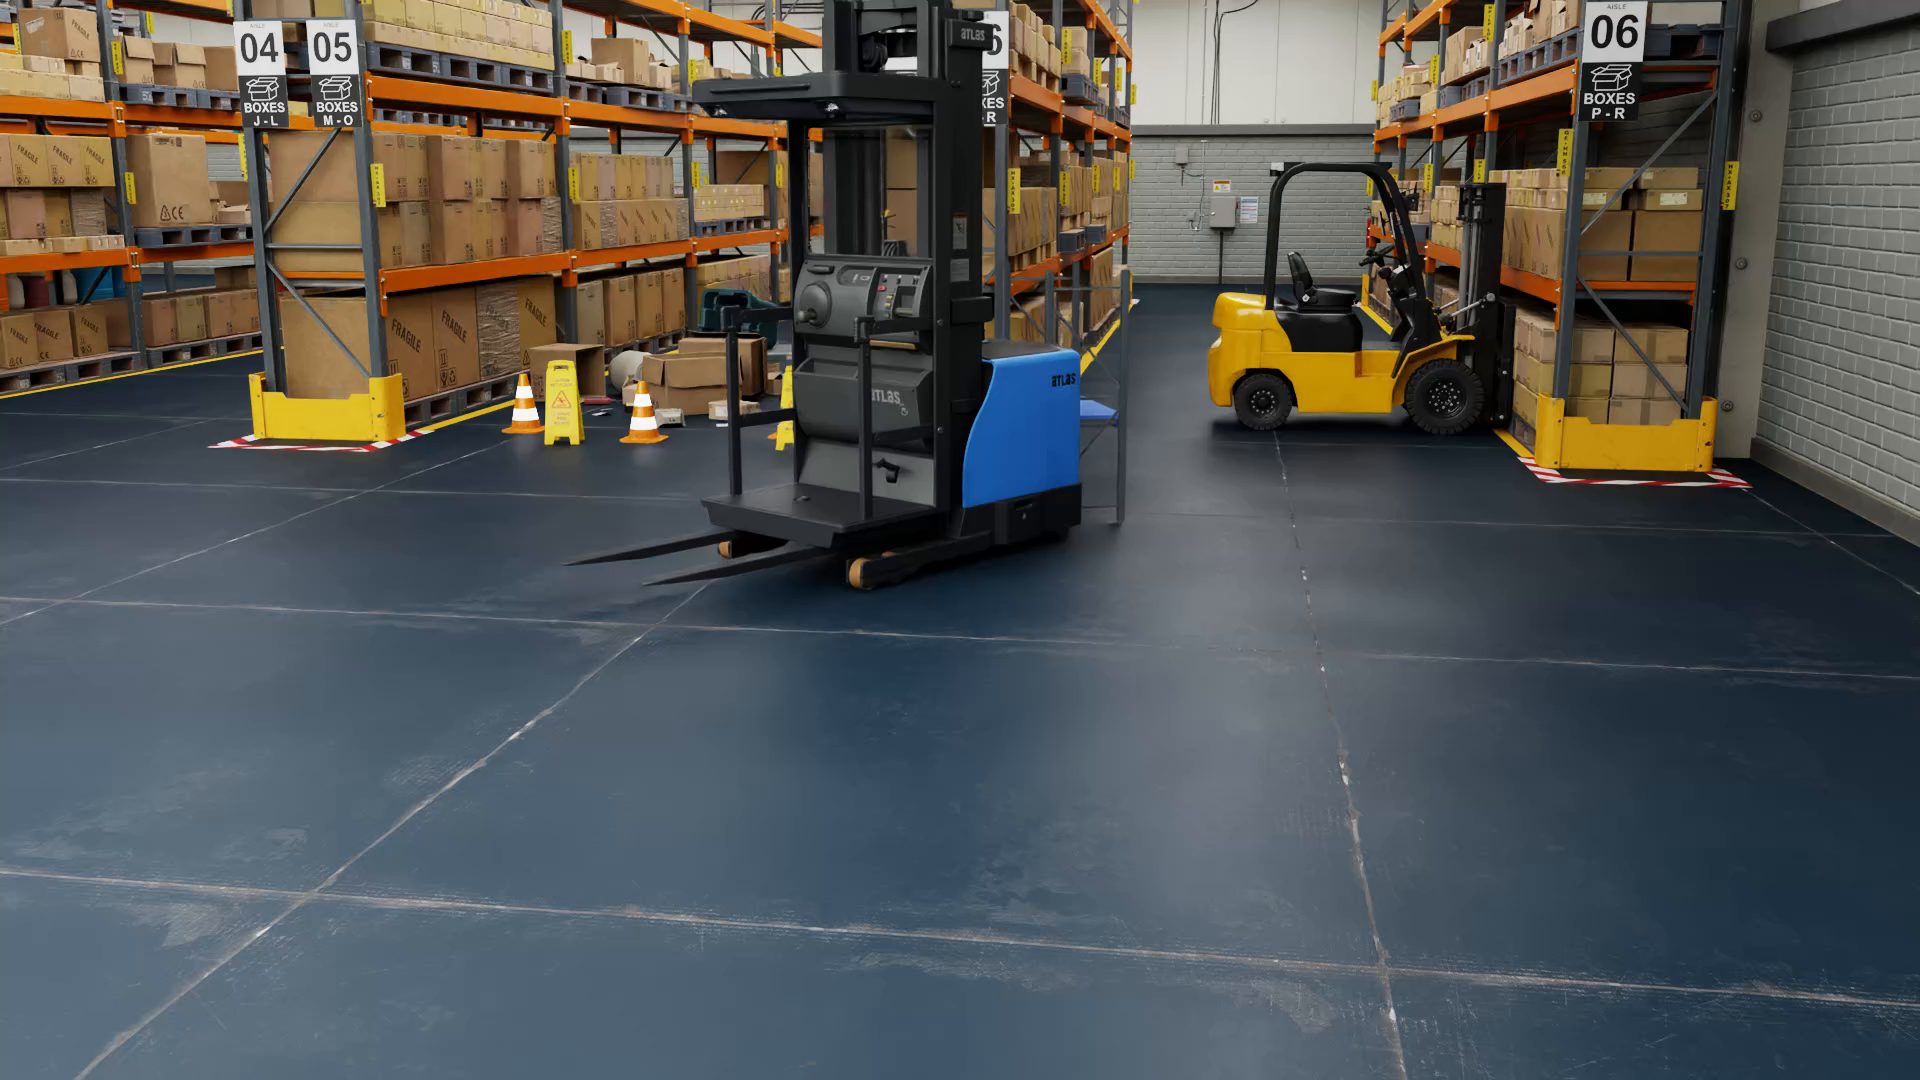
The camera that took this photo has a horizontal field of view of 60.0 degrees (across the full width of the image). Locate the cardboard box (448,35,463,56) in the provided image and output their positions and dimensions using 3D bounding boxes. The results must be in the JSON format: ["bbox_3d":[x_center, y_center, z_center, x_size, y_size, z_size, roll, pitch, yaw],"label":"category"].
[{"bbox_3d":[-4.487,-4.224,14.214,0.380,0.149,0.250,2,12,8],"label":"cardboard box"}]

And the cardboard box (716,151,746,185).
[{"bbox_3d":[-3.400,-5.590,24.995,0.500,0.500,0.500,1,12,7],"label":"cardboard box"}]

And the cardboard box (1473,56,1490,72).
[{"bbox_3d":[5.246,-4.672,16.294,0.380,0.149,0.250,2,12,9],"label":"cardboard box"}]

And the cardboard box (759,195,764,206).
[{"bbox_3d":[-3.071,-4.939,24.184,0.380,0.149,0.250,2,12,10],"label":"cardboard box"}]

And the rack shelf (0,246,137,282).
[{"bbox_3d":[-9.628,-2.549,15.907,1.077,0.370,4.000,2,12,9],"label":"rack shelf"}]

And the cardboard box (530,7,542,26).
[{"bbox_3d":[-4.215,-4.983,15.846,0.380,0.149,0.250,2,12,8],"label":"cardboard box"}]

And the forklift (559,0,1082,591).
[{"bbox_3d":[-0.658,-1.299,8.562,1.130,2.935,3.031,11,16,41],"label":"forklift"}]

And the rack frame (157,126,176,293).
[{"bbox_3d":[-12.984,-5.143,26.236,1.000,3.000,0.127,2,12,9],"label":"rack frame"}]

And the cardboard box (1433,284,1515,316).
[{"bbox_3d":[5.882,-2.583,19.000,0.875,0.625,0.625,2,12,10],"label":"cardboard box"}]

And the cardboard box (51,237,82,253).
[{"bbox_3d":[-9.137,-2.982,16.807,0.380,0.149,0.250,2,12,9],"label":"cardboard box"}]

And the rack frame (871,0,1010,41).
[{"bbox_3d":[-0.144,-5.096,11.778,1.000,3.000,0.127,2,12,9],"label":"rack frame"}]

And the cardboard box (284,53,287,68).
[{"bbox_3d":[-8.532,-5.802,20.749,0.500,0.500,0.500,2,12,10],"label":"cardboard box"}]

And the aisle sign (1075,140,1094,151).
[{"bbox_3d":[2.042,-6.789,27.704,0.394,0.787,0.004,2,12,9],"label":"aisle sign"}]

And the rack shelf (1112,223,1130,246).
[{"bbox_3d":[2.010,-4.726,26.009,1.077,0.370,4.000,2,12,9],"label":"rack shelf"}]

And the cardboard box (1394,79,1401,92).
[{"bbox_3d":[6.128,-6.196,22.660,0.380,0.149,0.250,2,12,10],"label":"cardboard box"}]

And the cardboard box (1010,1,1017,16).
[{"bbox_3d":[0.235,-4.067,12.827,0.380,0.149,0.250,2,12,9],"label":"cardboard box"}]

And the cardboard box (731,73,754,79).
[{"bbox_3d":[-3.372,-6.445,23.927,0.700,0.500,0.500,2,12,9],"label":"cardboard box"}]

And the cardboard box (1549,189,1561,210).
[{"bbox_3d":[4.548,-2.504,12.217,0.380,0.149,0.250,2,12,10],"label":"cardboard box"}]

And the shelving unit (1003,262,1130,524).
[{"bbox_3d":[0.629,-0.932,10.257,0.538,1.500,1.048,-3,12,-12],"label":"shelving unit"}]

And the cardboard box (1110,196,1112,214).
[{"bbox_3d":[1.874,-4.732,23.502,0.500,0.250,0.500,2,12,9],"label":"cardboard box"}]

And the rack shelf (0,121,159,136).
[{"bbox_3d":[-13.292,-5.841,24.063,1.077,0.370,4.000,2,12,9],"label":"rack shelf"}]

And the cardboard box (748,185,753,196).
[{"bbox_3d":[-3.156,-4.974,23.641,0.380,0.149,0.250,1,12,7],"label":"cardboard box"}]

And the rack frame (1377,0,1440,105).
[{"bbox_3d":[7.222,-8.266,26.490,1.000,3.000,0.127,2,12,9],"label":"rack frame"}]

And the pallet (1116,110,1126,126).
[{"bbox_3d":[2.028,-6.507,25.658,1.003,0.211,1.213,2,12,9],"label":"pallet"}]

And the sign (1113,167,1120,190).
[{"bbox_3d":[2.240,-5.173,23.815,0.100,0.325,0.005,2,12,9],"label":"sign"}]

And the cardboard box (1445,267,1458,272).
[{"bbox_3d":[6.771,-3.610,22.519,0.380,0.149,0.250,2,12,9],"label":"cardboard box"}]

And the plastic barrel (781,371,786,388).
[{"bbox_3d":[-1.322,-1.383,14.904,0.421,0.421,0.512,-10,16,-40],"label":"plastic barrel"}]

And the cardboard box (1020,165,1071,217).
[{"bbox_3d":[0.827,-3.483,16.597,0.500,0.500,0.500,2,12,10],"label":"cardboard box"}]

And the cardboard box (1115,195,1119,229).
[{"bbox_3d":[2.114,-4.904,24.890,0.500,0.500,0.500,2,12,9],"label":"cardboard box"}]

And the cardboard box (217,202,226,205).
[{"bbox_3d":[-9.190,-3.940,20.014,0.500,0.250,0.500,2,12,7],"label":"cardboard box"}]

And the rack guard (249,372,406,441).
[{"bbox_3d":[-5.054,-1.075,13.297,1.175,0.500,0.348,2,12,9],"label":"rack guard"}]

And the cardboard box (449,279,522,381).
[{"bbox_3d":[-4.736,-1.985,15.631,0.875,0.875,0.875,2,12,9],"label":"cardboard box"}]

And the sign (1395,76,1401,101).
[{"bbox_3d":[6.070,-6.236,22.962,0.100,0.325,0.005,2,12,9],"label":"sign"}]

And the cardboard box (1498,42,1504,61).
[{"bbox_3d":[5.008,-4.350,14.799,0.380,0.149,0.250,2,12,10],"label":"cardboard box"}]

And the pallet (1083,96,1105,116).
[{"bbox_3d":[1.133,-5.338,20.471,1.213,0.211,1.003,2,12,11],"label":"pallet"}]

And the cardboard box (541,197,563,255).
[{"bbox_3d":[-4.480,-3.131,16.546,0.875,0.550,0.550,2,12,9],"label":"cardboard box"}]

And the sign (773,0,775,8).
[{"bbox_3d":[-3.126,-9.079,27.854,0.100,0.325,0.005,2,12,9],"label":"sign"}]

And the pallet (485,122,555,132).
[{"bbox_3d":[-7.579,-7.083,28.330,1.003,0.211,1.213,2,12,9],"label":"pallet"}]

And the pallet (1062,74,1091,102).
[{"bbox_3d":[0.672,-4.495,16.558,1.213,0.211,1.003,2,12,9],"label":"pallet"}]

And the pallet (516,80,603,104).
[{"bbox_3d":[-4.343,-4.700,17.517,0.805,0.209,1.217,1,12,6],"label":"pallet"}]

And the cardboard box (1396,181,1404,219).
[{"bbox_3d":[6.232,-4.554,22.270,0.700,0.500,0.500,2,12,9],"label":"cardboard box"}]

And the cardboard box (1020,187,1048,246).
[{"bbox_3d":[0.501,-2.874,14.765,0.500,0.500,0.500,2,12,10],"label":"cardboard box"}]

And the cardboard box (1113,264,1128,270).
[{"bbox_3d":[2.314,-4.306,27.438,0.875,0.438,0.875,1,12,7],"label":"cardboard box"}]

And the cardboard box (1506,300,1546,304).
[{"bbox_3d":[4.904,-1.989,14.758,0.500,0.250,0.500,2,12,9],"label":"cardboard box"}]

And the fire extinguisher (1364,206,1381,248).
[{"bbox_3d":[6.788,-5.159,27.381,0.296,0.674,0.183,2,12,9],"label":"fire extinguisher"}]

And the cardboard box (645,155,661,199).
[{"bbox_3d":[-3.975,-4.307,19.747,0.700,0.500,0.500,2,12,8],"label":"cardboard box"}]

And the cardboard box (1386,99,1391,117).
[{"bbox_3d":[6.678,-6.467,24.913,0.500,0.250,0.500,2,12,8],"label":"cardboard box"}]

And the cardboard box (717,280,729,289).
[{"bbox_3d":[-3.385,-3.195,22.134,0.500,0.500,0.500,2,12,9],"label":"cardboard box"}]
